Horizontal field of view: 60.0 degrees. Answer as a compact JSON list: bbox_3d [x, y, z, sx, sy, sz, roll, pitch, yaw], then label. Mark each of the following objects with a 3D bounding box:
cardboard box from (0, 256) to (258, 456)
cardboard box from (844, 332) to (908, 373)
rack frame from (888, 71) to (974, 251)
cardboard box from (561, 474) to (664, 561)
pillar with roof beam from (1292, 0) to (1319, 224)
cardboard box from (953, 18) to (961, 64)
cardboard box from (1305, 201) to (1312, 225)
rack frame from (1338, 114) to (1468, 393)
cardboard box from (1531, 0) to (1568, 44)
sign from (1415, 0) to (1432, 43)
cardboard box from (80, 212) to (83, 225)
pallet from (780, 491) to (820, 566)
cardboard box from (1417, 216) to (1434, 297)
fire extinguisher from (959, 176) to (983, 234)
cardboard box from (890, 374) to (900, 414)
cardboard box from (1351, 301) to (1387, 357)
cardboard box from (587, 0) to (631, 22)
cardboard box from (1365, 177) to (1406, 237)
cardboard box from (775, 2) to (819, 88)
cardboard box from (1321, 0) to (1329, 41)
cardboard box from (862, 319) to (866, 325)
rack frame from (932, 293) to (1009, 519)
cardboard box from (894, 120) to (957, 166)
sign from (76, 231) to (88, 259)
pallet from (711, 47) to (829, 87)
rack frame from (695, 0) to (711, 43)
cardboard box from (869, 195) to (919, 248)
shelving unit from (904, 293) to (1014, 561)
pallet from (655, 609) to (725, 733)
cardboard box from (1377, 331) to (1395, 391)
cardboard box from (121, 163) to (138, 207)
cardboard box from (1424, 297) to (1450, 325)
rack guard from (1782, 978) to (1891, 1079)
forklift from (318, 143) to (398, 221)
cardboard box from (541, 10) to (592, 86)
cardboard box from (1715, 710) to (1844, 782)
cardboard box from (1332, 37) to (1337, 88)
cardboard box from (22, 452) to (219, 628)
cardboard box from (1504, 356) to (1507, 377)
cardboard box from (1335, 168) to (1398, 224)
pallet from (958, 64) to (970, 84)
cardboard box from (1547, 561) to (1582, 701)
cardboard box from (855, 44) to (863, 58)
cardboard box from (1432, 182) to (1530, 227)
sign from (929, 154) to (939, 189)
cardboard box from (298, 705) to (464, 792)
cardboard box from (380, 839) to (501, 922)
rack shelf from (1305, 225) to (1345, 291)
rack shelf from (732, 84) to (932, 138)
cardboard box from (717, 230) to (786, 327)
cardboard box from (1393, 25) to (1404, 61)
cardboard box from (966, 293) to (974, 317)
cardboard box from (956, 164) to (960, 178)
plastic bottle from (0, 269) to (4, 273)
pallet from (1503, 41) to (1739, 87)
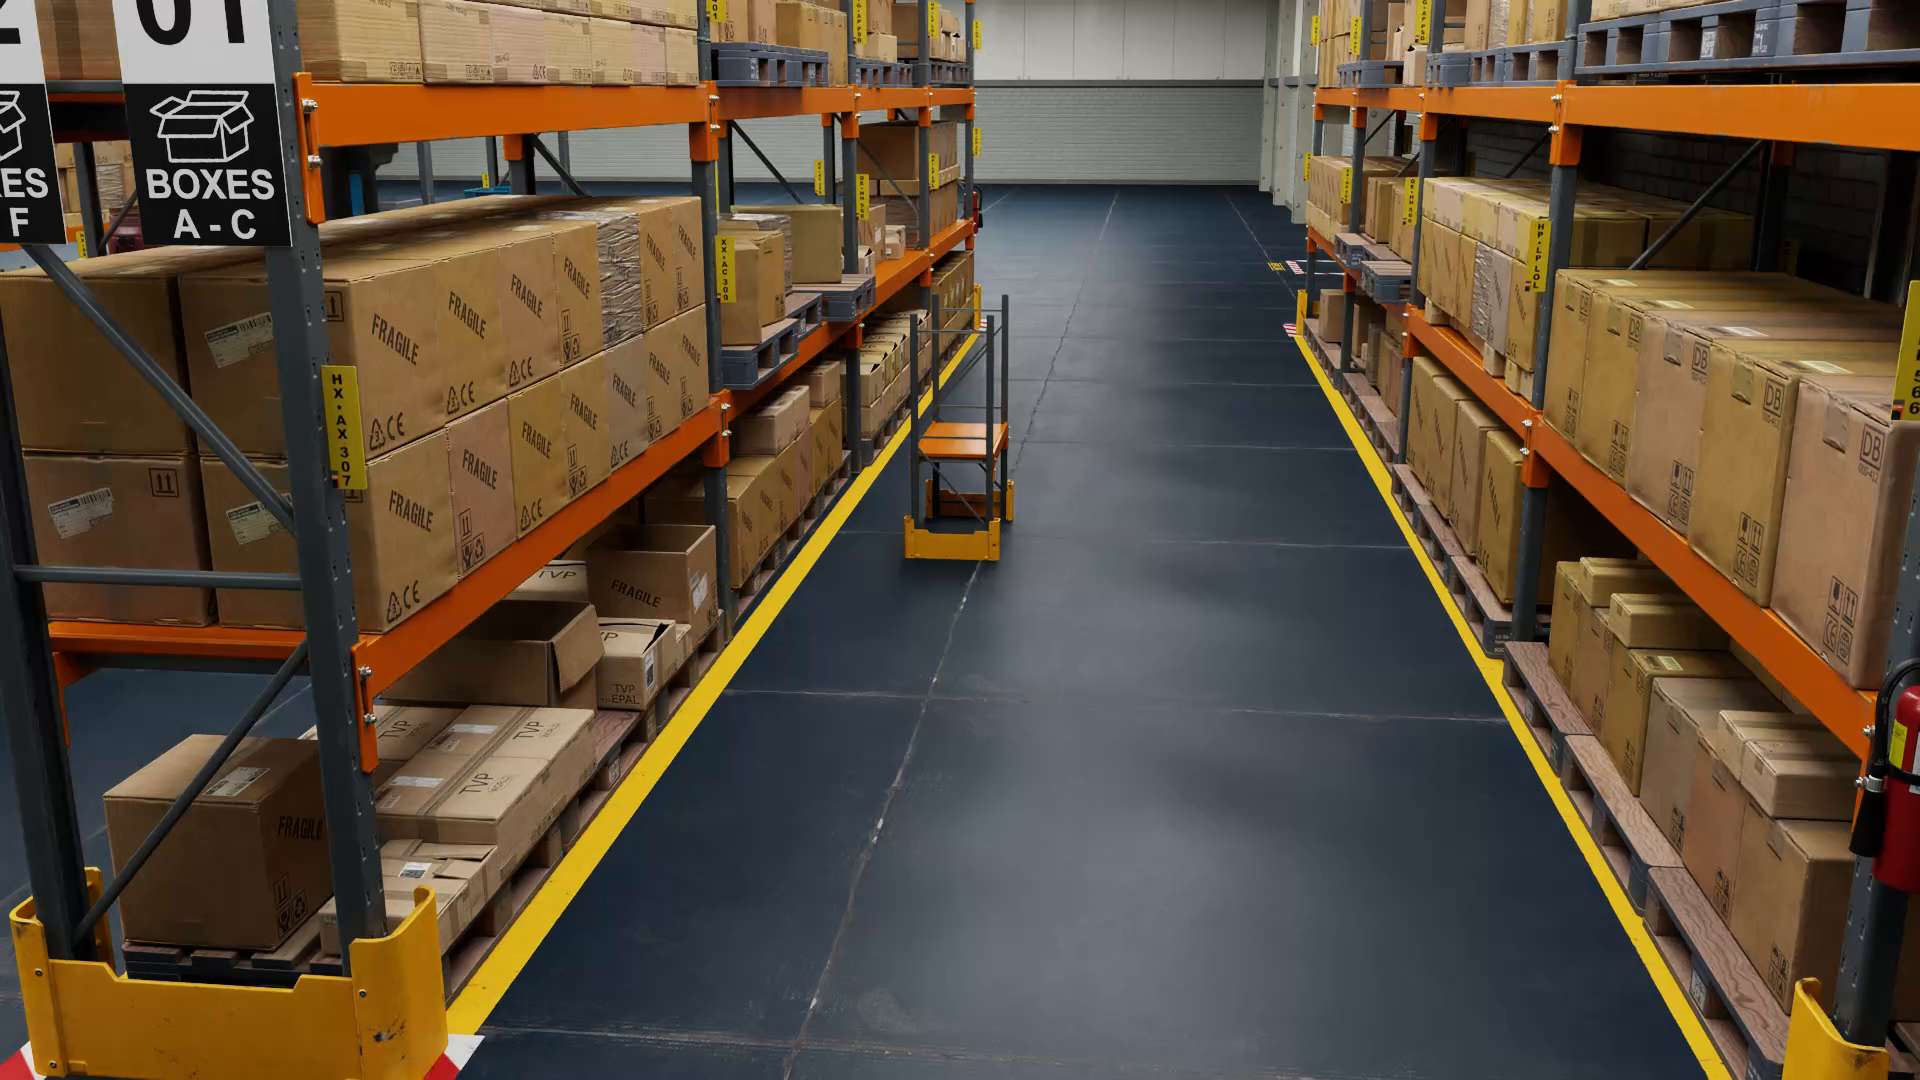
[{"bbox_3d":[-2.371,-0.544,4.821,0.500,0.500,0.500,2,15,6],"label":"cardboard box"},{"bbox_3d":[-0.726,-1.640,14.369,0.500,0.311,0.500,2,15,6],"label":"cardboard box"},{"bbox_3d":[-0.343,-4.039,19.854,1.000,3.000,0.127,2,15,6],"label":"rack frame"},{"bbox_3d":[-1.926,-0.069,9.118,0.500,0.500,0.500,2,15,6],"label":"cardboard box"},{"bbox_3d":[3.114,-11.379,35.504,9.100,9.000,0.400,2,15,6],"label":"pillar with roof beam"},{"bbox_3d":[-0.412,-5.659,18.826,0.797,0.503,0.637,3,15,10],"label":"cardboard box"},{"bbox_3d":[4.209,-3.715,18.902,0.500,0.250,0.500,1,15,5],"label":"cardboard box"},{"bbox_3d":[4.128,-2.857,15.482,1.000,3.000,0.127,2,15,6],"label":"rack frame"},{"bbox_3d":[3.433,-2.862,8.719,0.700,0.500,0.500,1,15,5],"label":"cardboard box"},{"bbox_3d":[3.138,-3.534,11.247,0.100,0.325,0.005,2,15,6],"label":"sign"},{"bbox_3d":[-10.174,-3.676,18.992,0.380,0.149,0.250,2,15,6],"label":"cardboard box"},{"bbox_3d":[-1.507,-0.110,10.666,1.003,0.211,1.213,2,15,6],"label":"pallet"},{"bbox_3d":[3.368,-1.903,11.153,0.500,0.500,0.500,2,15,8],"label":"cardboard box"},{"bbox_3d":[0.132,-4.019,19.927,0.296,0.674,0.183,2,15,6],"label":"fire extinguisher"},{"bbox_3d":[-0.786,-1.233,13.937,0.500,0.250,0.500,1,15,5],"label":"cardboard box"},{"bbox_3d":[4.206,-2.133,16.750,0.500,0.500,0.500,1,15,2],"label":"cardboard box"},{"bbox_3d":[-1.600,-2.151,6.453,0.500,0.250,0.500,2,15,6],"label":"cardboard box"},{"bbox_3d":[4.037,-2.987,14.927,0.700,0.500,0.500,2,15,6],"label":"cardboard box"},{"bbox_3d":[-1.377,-3.080,10.366,0.910,0.500,0.500,2,15,6],"label":"cardboard box"},{"bbox_3d":[4.188,-5.662,17.962,0.500,0.500,0.500,2,15,6],"label":"cardboard box"},{"bbox_3d":[-1.150,-1.919,15.400,0.500,0.311,0.500,2,15,6],"label":"cardboard box"},{"bbox_3d":[0.067,-0.878,11.036,0.500,1.500,0.032,2,15,6],"label":"rack frame"},{"bbox_3d":[-0.414,-4.580,19.175,0.700,0.500,0.500,2,15,6],"label":"cardboard box"},{"bbox_3d":[-6.714,-2.205,12.756,0.100,0.325,0.005,2,15,6],"label":"sign"},{"bbox_3d":[-1.439,-2.721,9.590,1.213,0.211,1.003,2,15,6],"label":"pallet"},{"bbox_3d":[-1.697,-3.823,7.561,1.000,3.000,0.127,2,15,6],"label":"rack frame"},{"bbox_3d":[-0.750,-3.166,16.431,0.700,0.500,0.500,1,15,5],"label":"cardboard box"},{"bbox_3d":[0.009,-0.744,10.539,0.587,1.500,1.083,2,15,6],"label":"shelving unit"},{"bbox_3d":[-1.775,0.597,8.050,1.003,0.211,1.213,2,15,6],"label":"pallet"},{"bbox_3d":[4.053,-1.536,14.542,0.700,0.500,0.500,1,15,5],"label":"cardboard box"},{"bbox_3d":[-10.212,-4.249,19.868,0.875,0.500,0.500,2,15,6],"label":"cardboard box"},{"bbox_3d":[3.259,-1.498,10.898,0.380,0.149,0.250,2,15,8],"label":"cardboard box"},{"bbox_3d":[2.772,1.468,4.275,1.175,0.500,0.348,2,15,6],"label":"rack guard"},{"bbox_3d":[-4.249,-1.575,10.873,1.130,2.935,3.031,-1,15,-4],"label":"forklift"},{"bbox_3d":[-1.663,-1.780,6.039,0.500,0.250,0.500,2,15,6],"label":"cardboard box"},{"bbox_3d":[2.616,0.657,5.229,0.380,0.149,0.250,2,15,8],"label":"cardboard box"},{"bbox_3d":[4.104,-4.908,17.092,0.500,0.500,0.500,3,15,10],"label":"cardboard box"},{"bbox_3d":[-2.368,-0.062,4.954,0.500,0.500,0.500,2,15,8],"label":"cardboard box"},{"bbox_3d":[3.062,-0.899,8.682,0.380,0.149,0.250,2,15,8],"label":"cardboard box"},{"bbox_3d":[3.875,-3.288,15.888,0.500,0.500,0.500,2,15,6],"label":"cardboard box"},{"bbox_3d":[-0.448,-5.262,18.799,1.003,0.211,1.213,2,15,6],"label":"pallet"},{"bbox_3d":[3.039,0.413,7.374,0.700,0.500,0.500,2,15,7],"label":"cardboard box"},{"bbox_3d":[-1.071,-4.086,13.764,0.500,0.250,0.500,0,15,2],"label":"cardboard box"},{"bbox_3d":[3.310,-2.134,10.570,0.500,0.250,0.500,1,15,5],"label":"cardboard box"},{"bbox_3d":[-0.254,-3.509,15.827,0.100,0.325,0.005,2,15,6],"label":"sign"},{"bbox_3d":[-2.194,0.831,6.266,0.500,0.250,0.500,2,15,6],"label":"cardboard box"},{"bbox_3d":[-1.731,1.102,5.424,0.380,0.166,0.250,2,15,6],"label":"cardboard box"},{"bbox_3d":[4.354,-3.029,17.494,1.077,0.370,4.000,2,15,6],"label":"rack shelf"},{"bbox_3d":[-1.020,-3.584,13.802,1.077,0.370,4.000,2,15,6],"label":"rack shelf"},{"bbox_3d":[-1.406,-1.475,9.373,0.700,0.500,0.500,4,16,15],"label":"cardboard box"},{"bbox_3d":[3.918,-4.166,13.941,0.500,0.311,0.500,2,15,8],"label":"cardboard box"},{"bbox_3d":[-0.110,-2.767,19.612,0.500,0.250,0.500,2,15,6],"label":"cardboard box"},{"bbox_3d":[-0.196,-4.296,19.369,0.380,0.149,0.250,1,15,5],"label":"cardboard box"},{"bbox_3d":[-6.675,-1.739,11.571,0.061,0.283,0.133,2,15,6],"label":"plastic bottle"},{"bbox_3d":[3.280,-2.377,8.327,0.805,0.209,1.217,1,15,4],"label":"pallet"}]
